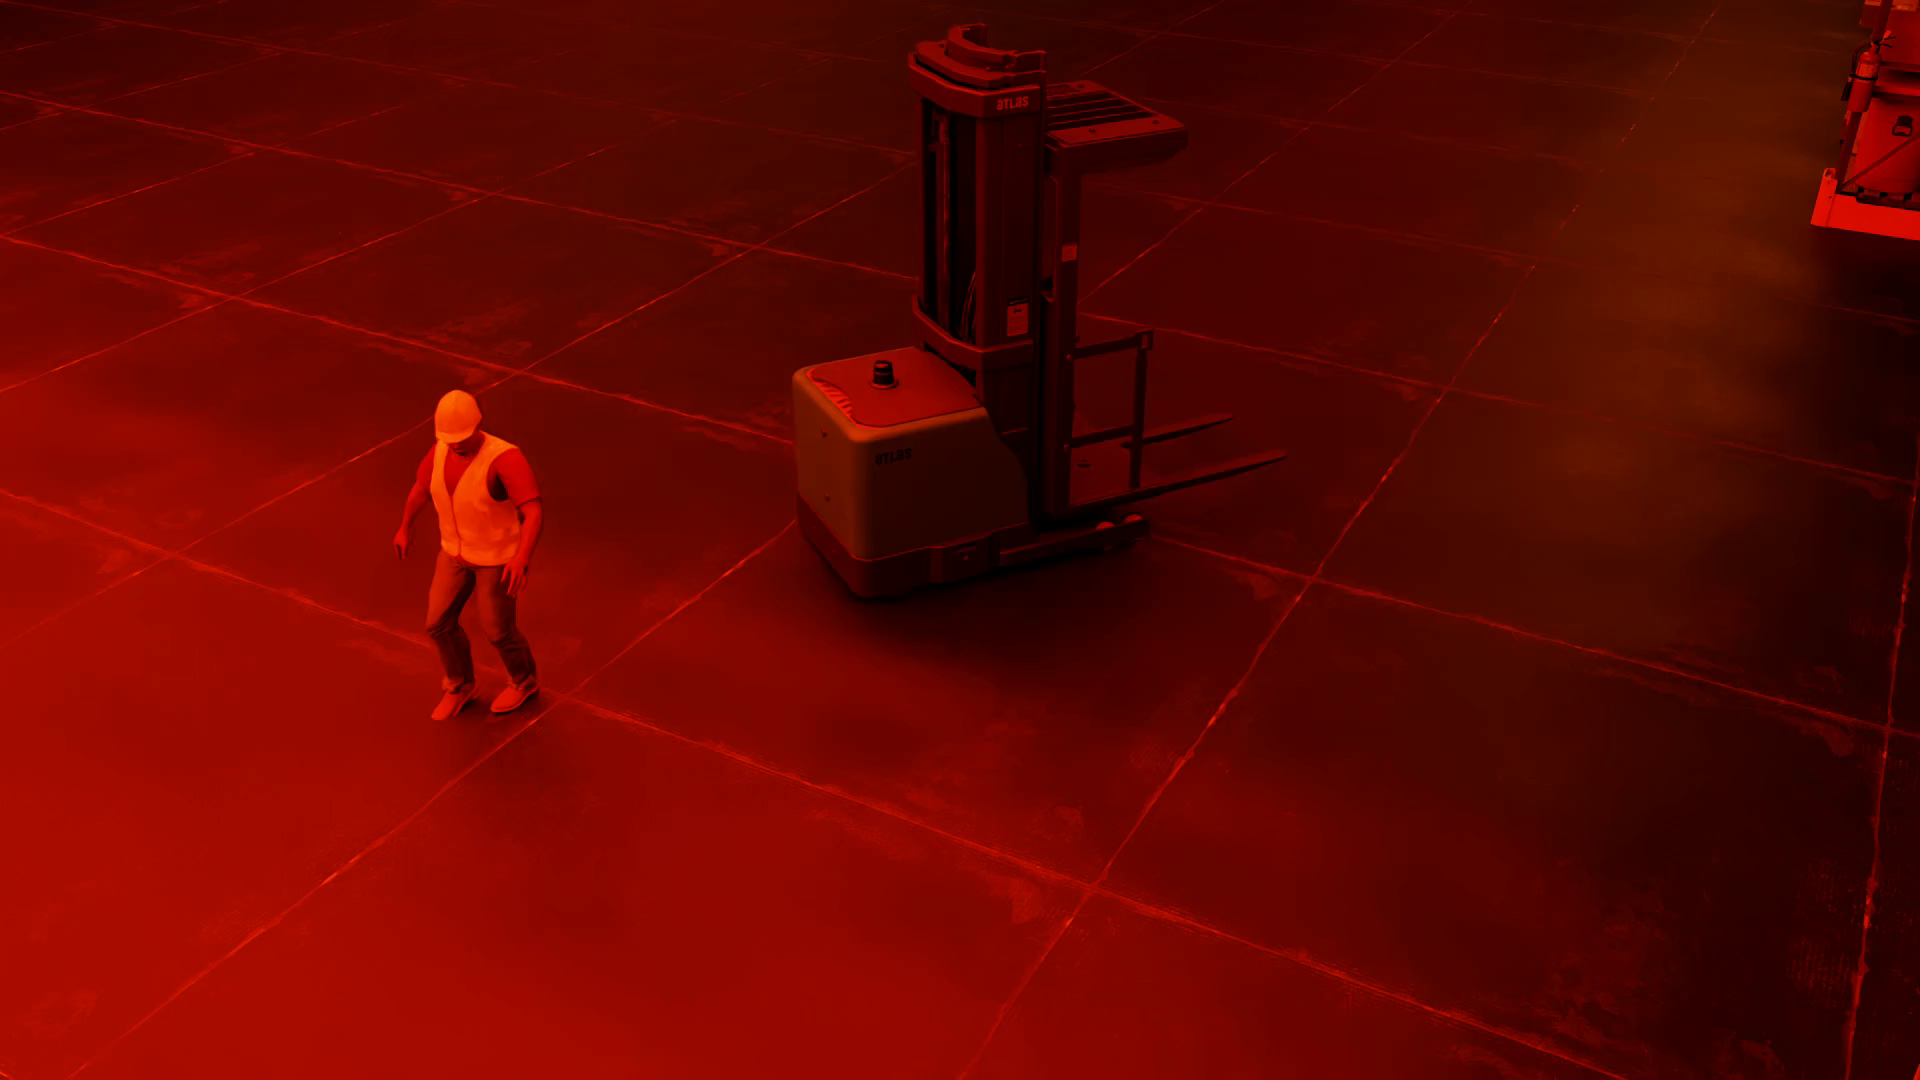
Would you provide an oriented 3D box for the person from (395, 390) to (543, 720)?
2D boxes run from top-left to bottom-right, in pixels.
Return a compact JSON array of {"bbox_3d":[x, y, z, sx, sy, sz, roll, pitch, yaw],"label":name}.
[{"bbox_3d":[-2.385,0.114,8.113,1.004,1.792,0.529,16,33,25],"label":"person"}]

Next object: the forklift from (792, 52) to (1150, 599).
[{"bbox_3d":[0.082,-1.276,9.370,1.939,2.843,1.129,-14,33,-22],"label":"forklift"}]
